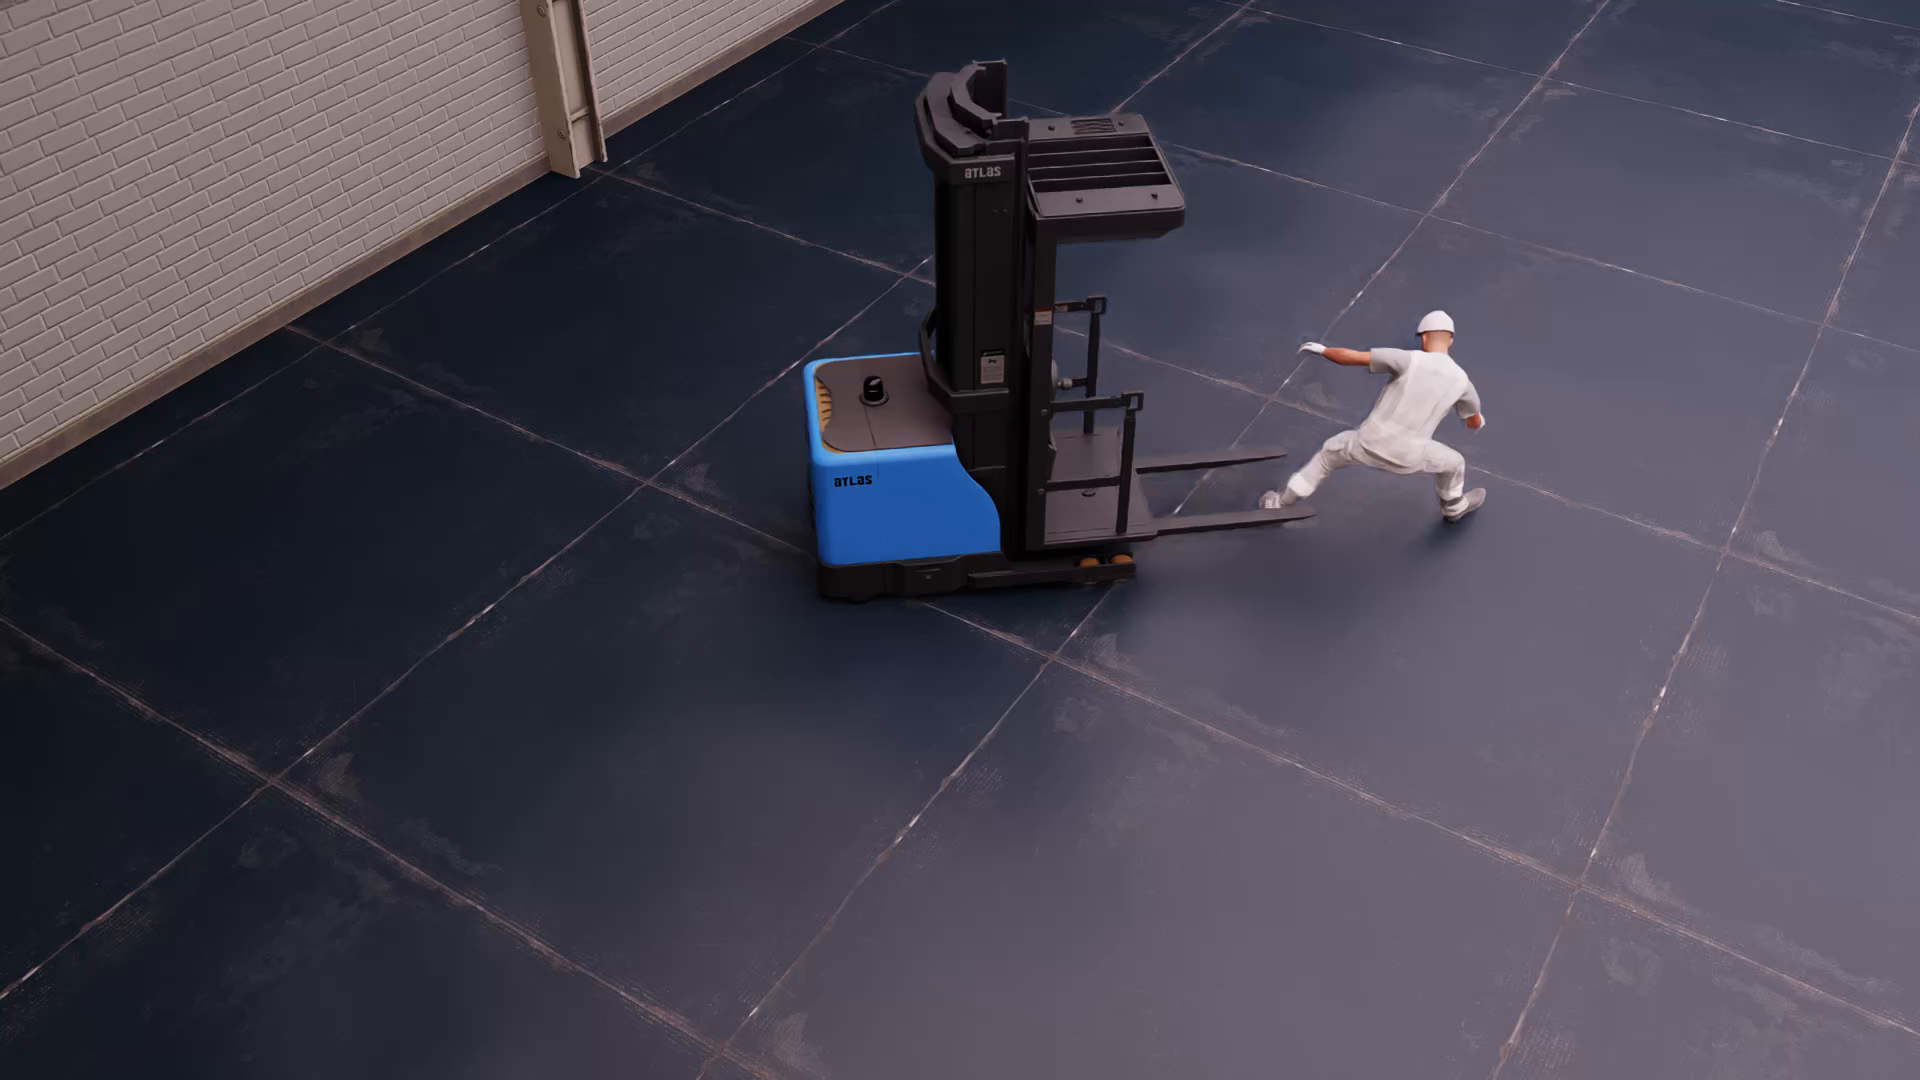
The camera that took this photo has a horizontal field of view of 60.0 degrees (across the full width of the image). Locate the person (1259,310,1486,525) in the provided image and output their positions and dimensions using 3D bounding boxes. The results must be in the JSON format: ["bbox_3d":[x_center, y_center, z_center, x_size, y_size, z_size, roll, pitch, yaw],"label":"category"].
[{"bbox_3d":[2.551,-0.692,9.942,1.311,1.469,0.769,14,42,16],"label":"person"}]

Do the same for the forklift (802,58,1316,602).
[{"bbox_3d":[0.613,-1.184,9.365,3.031,2.935,1.130,-5,41,-6],"label":"forklift"}]
